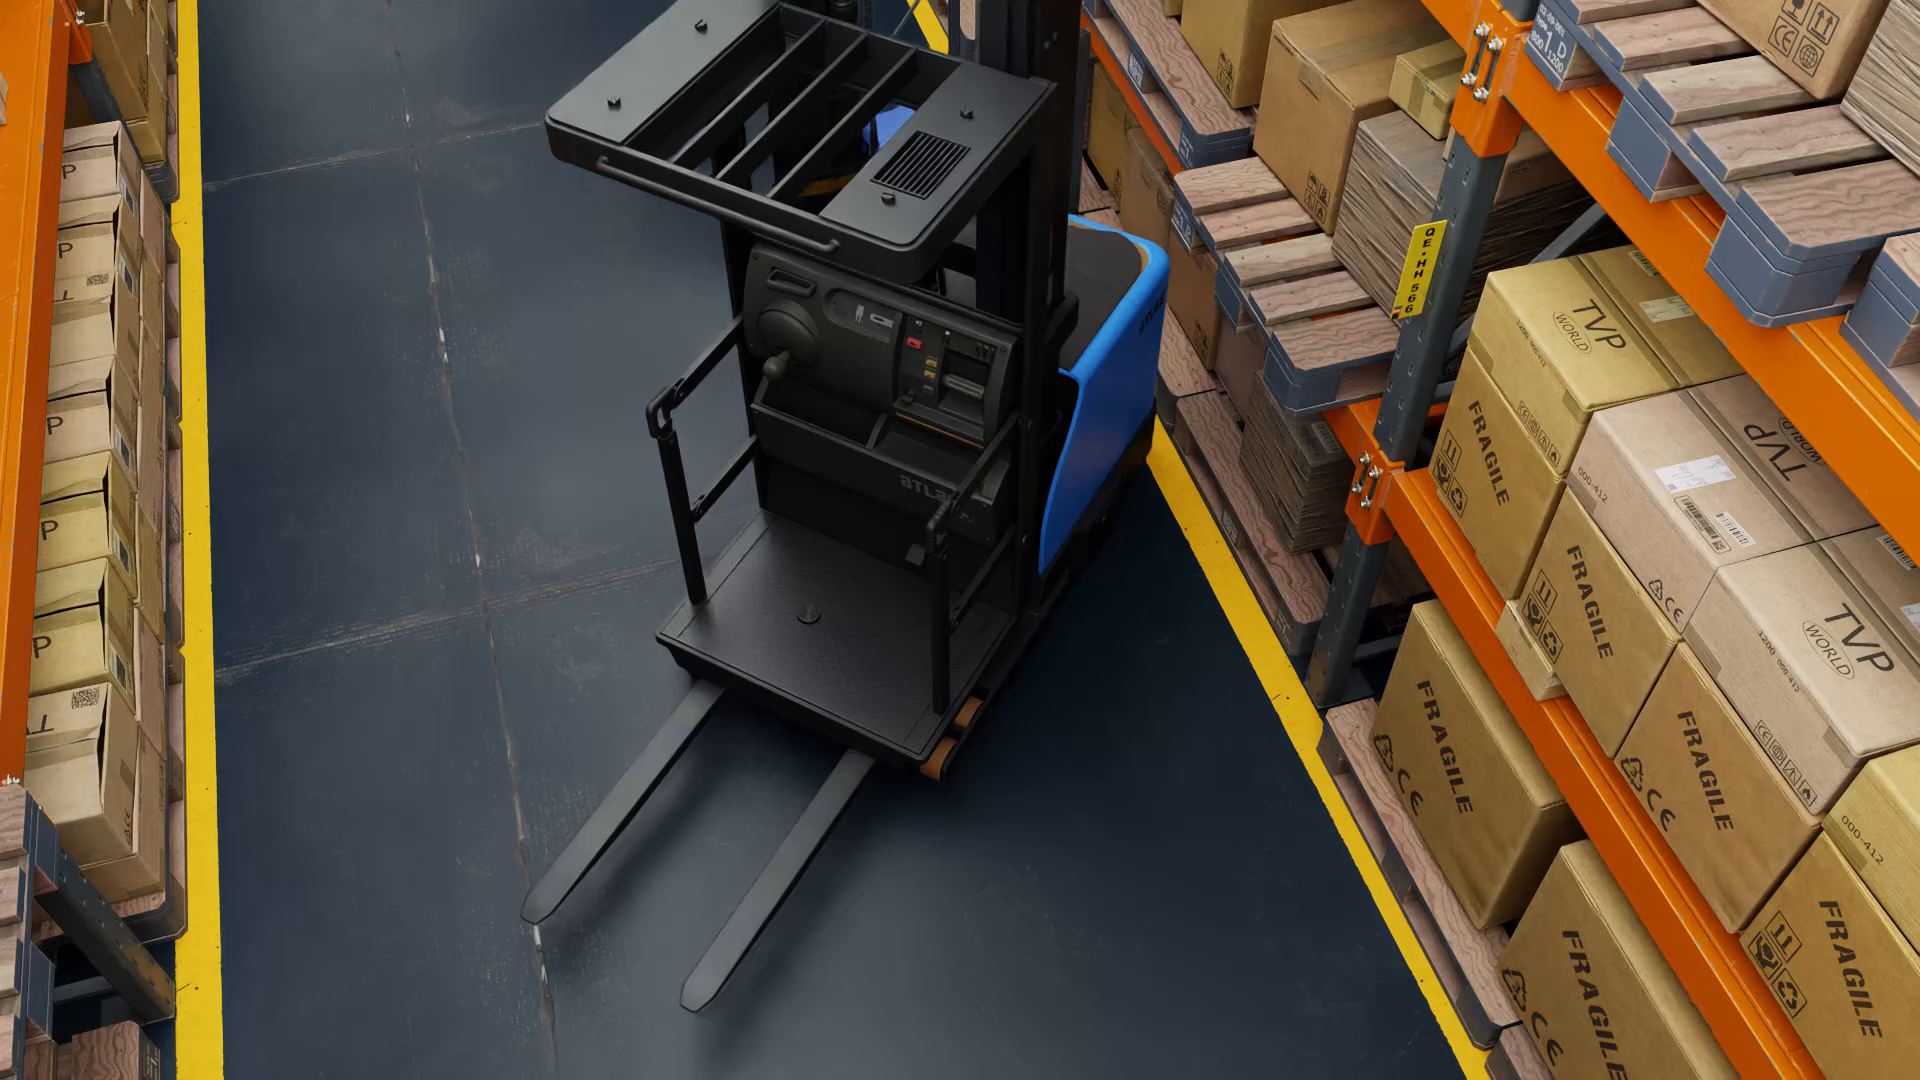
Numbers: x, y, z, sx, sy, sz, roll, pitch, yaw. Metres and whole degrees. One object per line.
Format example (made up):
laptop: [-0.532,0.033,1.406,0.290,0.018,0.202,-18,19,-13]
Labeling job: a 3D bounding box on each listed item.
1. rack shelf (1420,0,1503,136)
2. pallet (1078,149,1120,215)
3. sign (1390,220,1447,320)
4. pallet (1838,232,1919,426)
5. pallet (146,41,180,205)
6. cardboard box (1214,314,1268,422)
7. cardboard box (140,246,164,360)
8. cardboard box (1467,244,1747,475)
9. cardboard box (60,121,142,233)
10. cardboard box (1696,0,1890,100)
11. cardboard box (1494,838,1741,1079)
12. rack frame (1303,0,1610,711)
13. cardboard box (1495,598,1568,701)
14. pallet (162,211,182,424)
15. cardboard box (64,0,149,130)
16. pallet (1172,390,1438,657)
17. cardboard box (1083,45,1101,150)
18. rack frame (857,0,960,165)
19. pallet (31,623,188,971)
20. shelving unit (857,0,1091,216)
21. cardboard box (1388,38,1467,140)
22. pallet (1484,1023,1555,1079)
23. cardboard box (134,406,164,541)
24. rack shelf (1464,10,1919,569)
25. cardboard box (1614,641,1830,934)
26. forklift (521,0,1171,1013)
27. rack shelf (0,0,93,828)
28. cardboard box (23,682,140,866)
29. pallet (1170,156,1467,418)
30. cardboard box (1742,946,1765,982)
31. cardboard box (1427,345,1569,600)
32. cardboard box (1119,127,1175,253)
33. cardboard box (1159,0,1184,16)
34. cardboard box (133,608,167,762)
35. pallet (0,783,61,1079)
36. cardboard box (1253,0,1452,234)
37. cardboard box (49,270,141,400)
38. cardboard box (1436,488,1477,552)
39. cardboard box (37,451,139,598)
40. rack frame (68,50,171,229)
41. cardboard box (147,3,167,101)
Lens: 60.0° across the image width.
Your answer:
rack shelf: [1.162,-2.702,5.365,1.077,0.370,4.000,-13,51,-11]
pallet: [0.802,-1.961,8.055,1.003,0.211,1.213,-13,51,-11]
sign: [1.238,-0.725,4.483,0.100,0.325,0.005,-13,51,-11]
pallet: [2.328,-0.138,2.856,1.003,0.211,1.213,-11,51,-9]
pallet: [-4.356,-1.997,8.085,1.003,0.211,1.213,-13,51,-11]
cardboard box: [1.449,-0.759,6.565,0.700,0.500,0.500,-13,51,-11]
cardboard box: [-3.613,-0.947,6.900,0.500,0.250,0.500,-14,51,-12]
cardboard box: [1.650,-0.472,4.212,0.500,0.250,0.500,-12,51,-10]
cardboard box: [-3.767,-1.504,7.003,0.500,0.311,0.500,-13,51,-11]
cardboard box: [1.949,-1.313,3.370,0.700,0.500,0.500,-17,52,-14]
cardboard box: [2.099,1.259,4.648,0.750,0.750,0.750,-14,51,-11]
rack frame: [1.753,-0.507,5.005,1.000,3.000,0.127,-13,51,-11]
cardboard box: [1.694,0.260,4.510,0.380,0.149,0.250,-12,51,-10]
pallet: [-3.905,-0.877,7.141,1.003,0.211,1.213,-13,51,-11]
cardboard box: [-3.999,-2.206,7.471,0.500,0.500,0.500,-13,51,-11]
pallet: [1.524,-0.179,6.553,1.003,0.211,1.213,-13,51,-11]
cardboard box: [0.804,-2.231,7.805,0.700,0.500,0.500,-12,51,-10]
rack frame: [-0.227,-2.005,7.249,0.500,1.500,0.032,-23,53,-18]
pallet: [-3.184,0.905,5.639,1.003,0.211,1.213,-13,51,-11]
shelving unit: [0.016,-1.664,6.961,0.538,1.500,1.048,-23,53,-18]
cardboard box: [1.514,-1.367,4.953,0.380,0.149,0.250,-21,53,-17]
pallet: [2.272,1.874,4.821,1.003,0.211,1.213,-13,51,-11]
cardboard box: [-3.312,-0.202,6.272,0.500,0.250,0.500,-12,51,-10]
rack shelf: [2.345,0.219,2.902,1.077,0.370,4.000,-13,51,-11]
cardboard box: [1.944,0.519,3.868,0.500,0.500,0.500,-14,51,-11]
forklift: [-0.369,-0.505,5.048,1.130,2.935,3.031,23,54,18]
rack shelf: [-3.569,-0.613,5.565,1.077,0.370,4.000,-13,51,-11]
cardboard box: [-2.852,0.737,5.113,0.500,0.311,0.500,-12,51,-10]
pallet: [1.441,-0.941,5.497,1.213,0.211,1.003,-13,51,-11]
cardboard box: [2.094,0.978,3.904,0.380,0.149,0.250,-13,51,-11]
cardboard box: [1.653,-0.229,4.498,0.500,0.500,0.500,-12,51,-10]
cardboard box: [1.117,-1.483,7.175,0.700,0.500,0.500,-13,51,-11]
cardboard box: [1.071,-2.339,6.197,0.700,0.500,0.500,-7,50,-6]
cardboard box: [-3.001,0.551,5.637,0.500,0.250,0.500,-15,51,-12]
pallet: [-2.710,1.157,3.728,1.213,0.211,1.003,-13,51,-11]
cardboard box: [1.414,-1.424,5.425,0.700,0.500,0.500,-18,52,-14]
cardboard box: [-3.462,-0.761,6.376,0.500,0.311,0.500,-13,51,-11]
cardboard box: [1.630,-0.139,4.847,0.380,0.149,0.250,-14,51,-12]
cardboard box: [-3.164,-0.018,5.750,0.500,0.311,0.500,-15,51,-12]
rack frame: [-4.160,-2.305,6.521,1.000,3.000,0.127,-13,51,-11]
cardboard box: [-4.151,-2.328,8.064,0.500,0.250,0.500,-13,51,-11]
